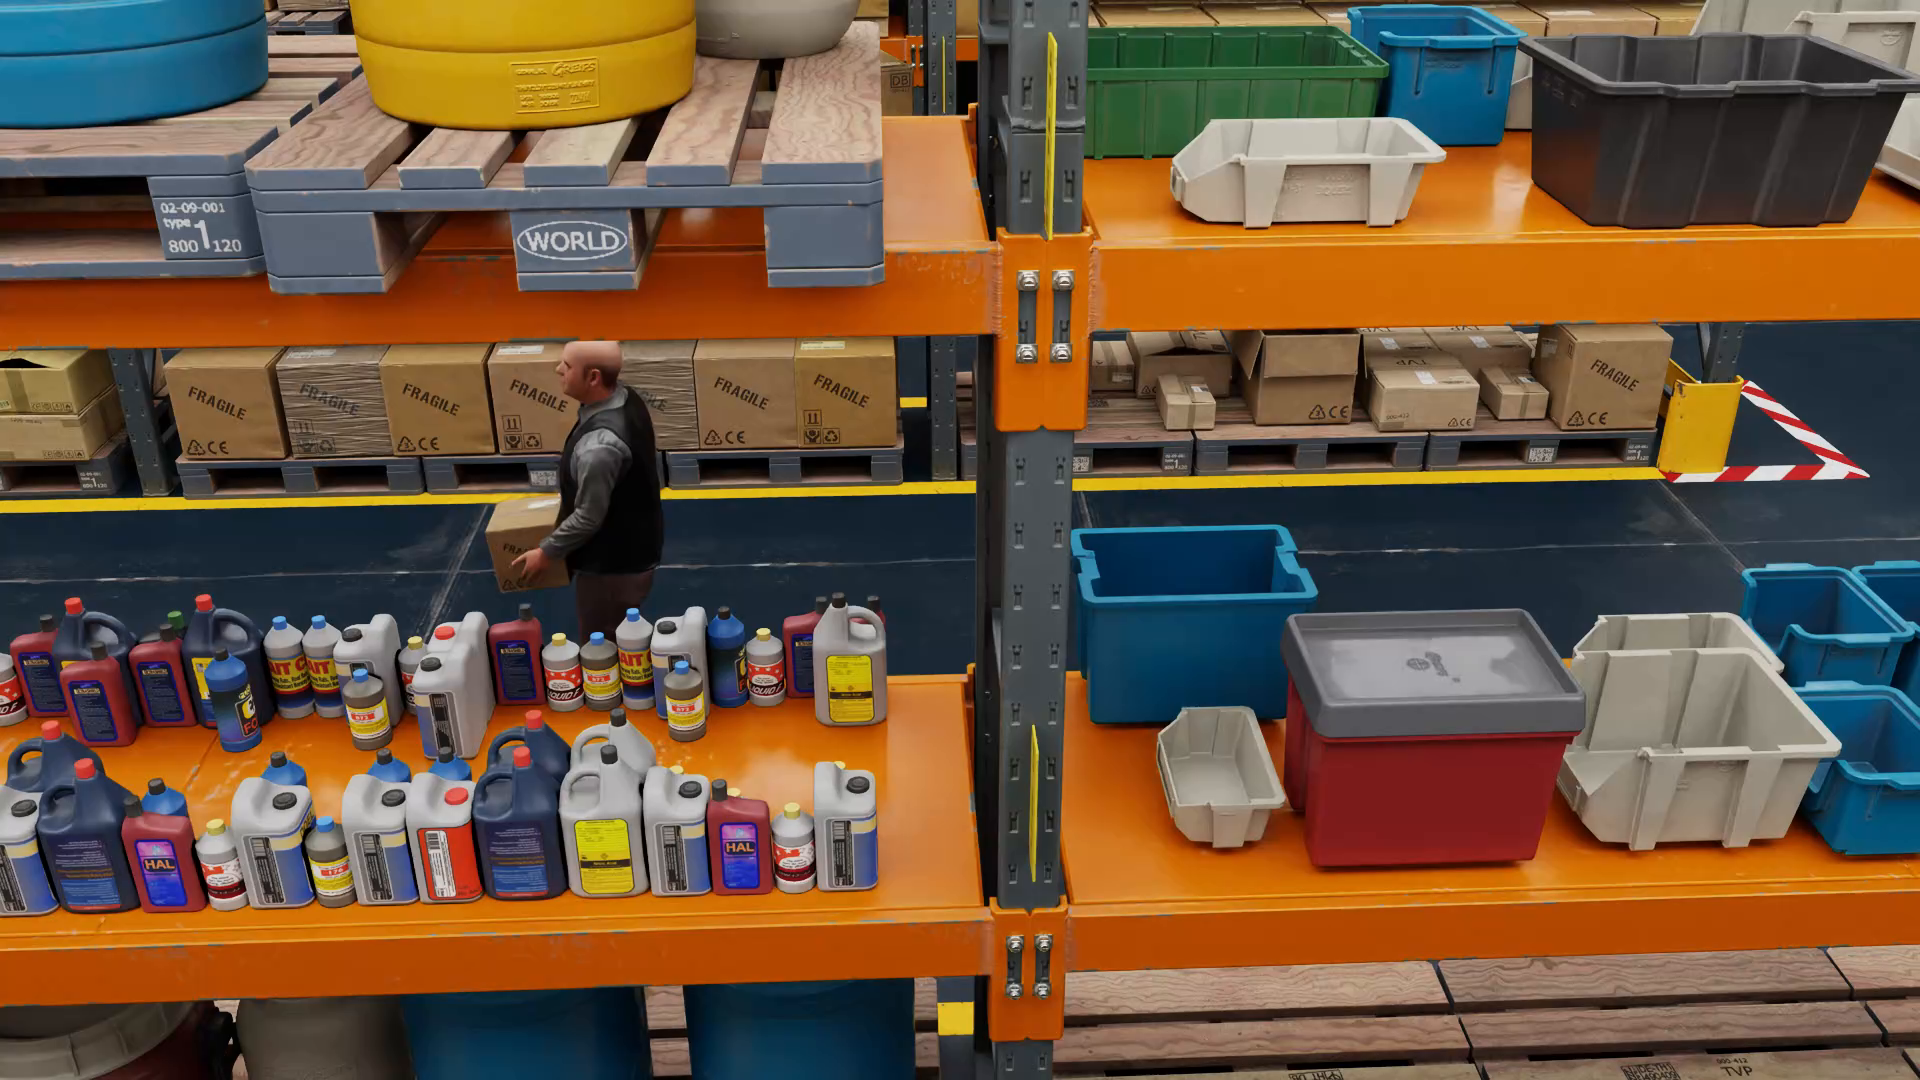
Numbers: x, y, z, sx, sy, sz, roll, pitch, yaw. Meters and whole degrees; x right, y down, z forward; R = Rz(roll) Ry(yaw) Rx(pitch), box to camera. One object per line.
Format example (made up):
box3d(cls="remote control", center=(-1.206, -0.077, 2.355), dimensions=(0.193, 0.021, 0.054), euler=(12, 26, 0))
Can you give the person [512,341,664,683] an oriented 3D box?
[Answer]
box3d(cls="person", center=(-1.327, 0.067, 6.011), dimensions=(0.522, 1.727, 0.532), euler=(-2, 27, -3))
